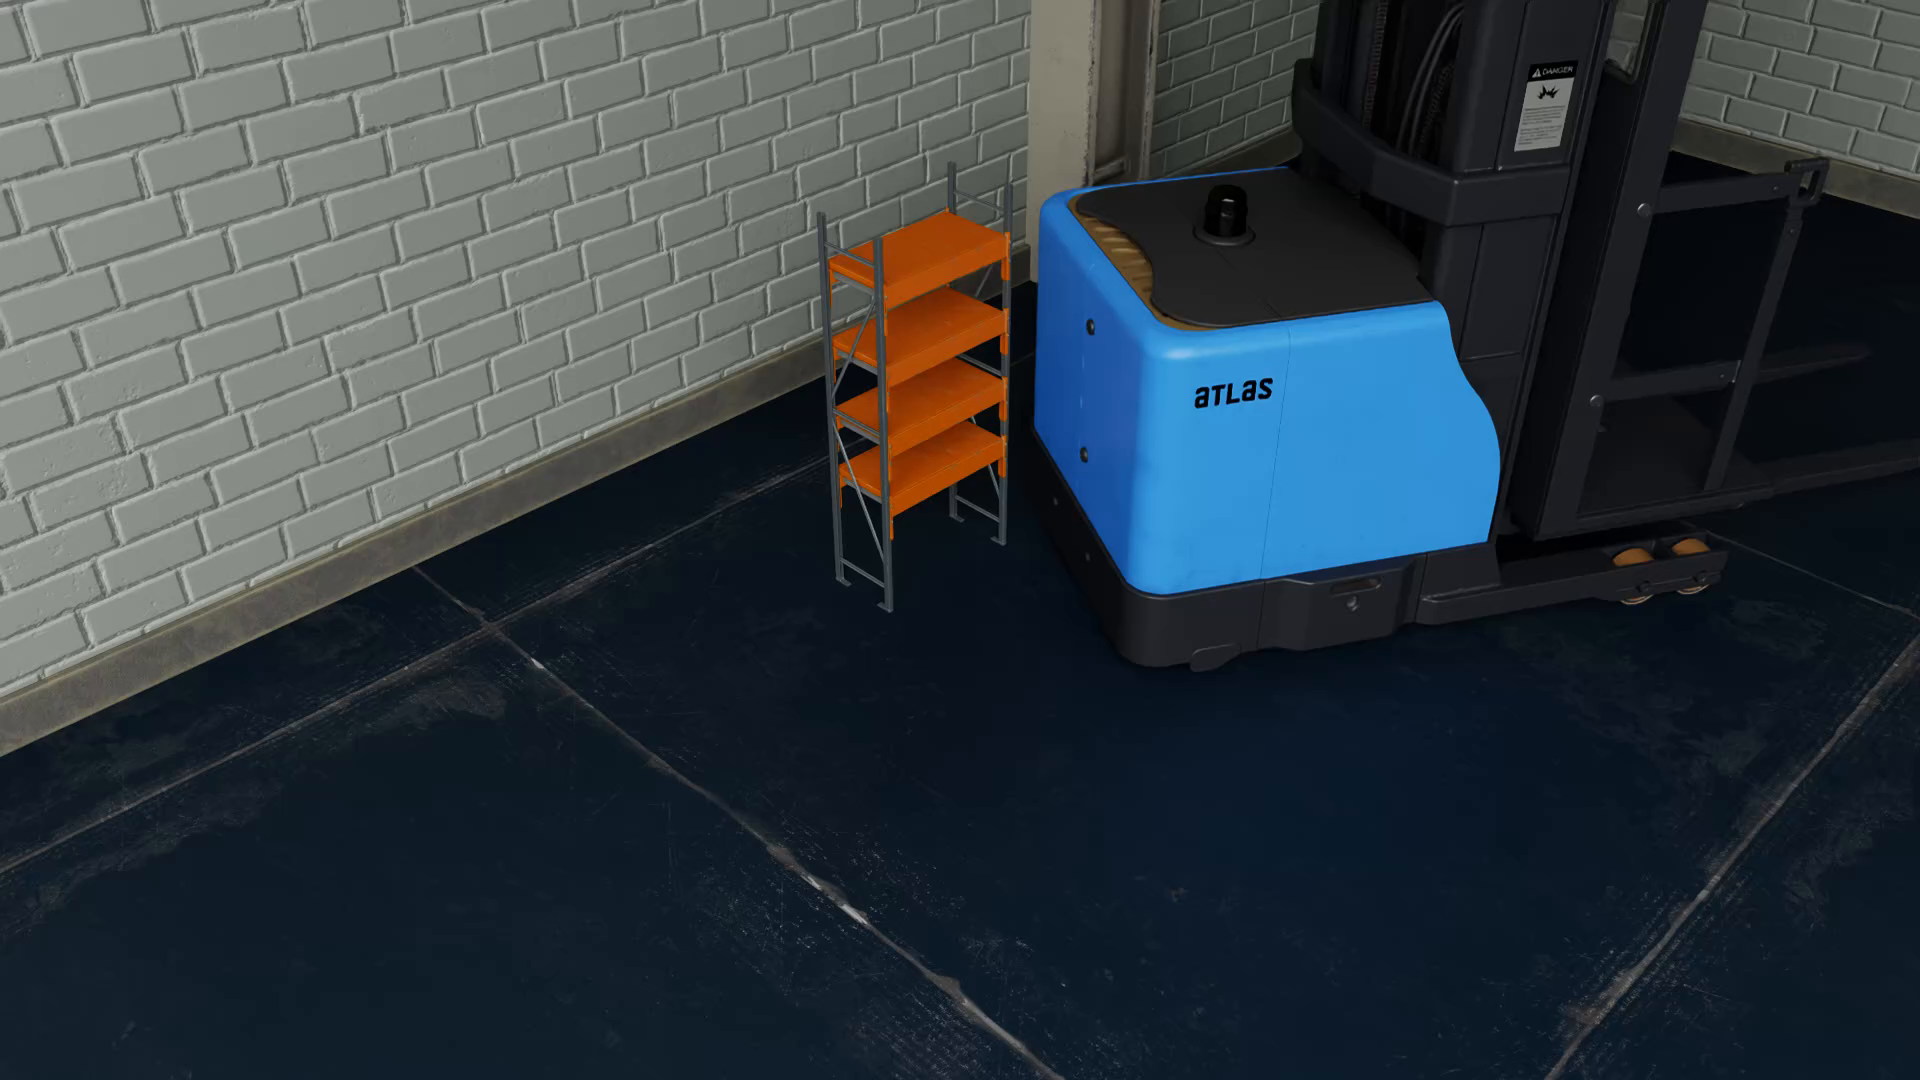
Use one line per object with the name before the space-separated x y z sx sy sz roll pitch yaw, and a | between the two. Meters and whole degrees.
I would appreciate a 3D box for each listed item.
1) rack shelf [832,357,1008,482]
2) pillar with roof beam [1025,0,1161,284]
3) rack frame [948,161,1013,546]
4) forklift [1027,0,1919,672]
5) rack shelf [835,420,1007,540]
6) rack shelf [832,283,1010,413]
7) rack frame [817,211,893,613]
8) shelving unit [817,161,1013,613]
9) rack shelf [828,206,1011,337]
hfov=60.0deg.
rack shelf | -0.117 -0.370 4.849 0.258 0.148 0.480 30 45 35
pillar with roof beam | 3.562 -3.047 1.752 9.100 9.000 0.400 30 45 35
rack frame | 0.055 -0.524 4.952 0.240 1.200 0.015 30 45 35
forklift | 1.793 -1.292 4.541 3.031 2.935 1.130 -9 36 -12
rack shelf | -0.117 -0.207 4.962 0.258 0.148 0.480 30 45 35
rack shelf | -0.117 -0.553 4.721 0.258 0.148 0.480 30 45 35
rack frame | -0.289 -0.326 4.668 0.240 1.200 0.015 30 45 35
shelving unit | -0.117 -0.425 4.810 0.258 1.200 0.503 30 45 35
rack shelf | -0.117 -0.747 4.586 0.258 0.148 0.480 30 45 35
